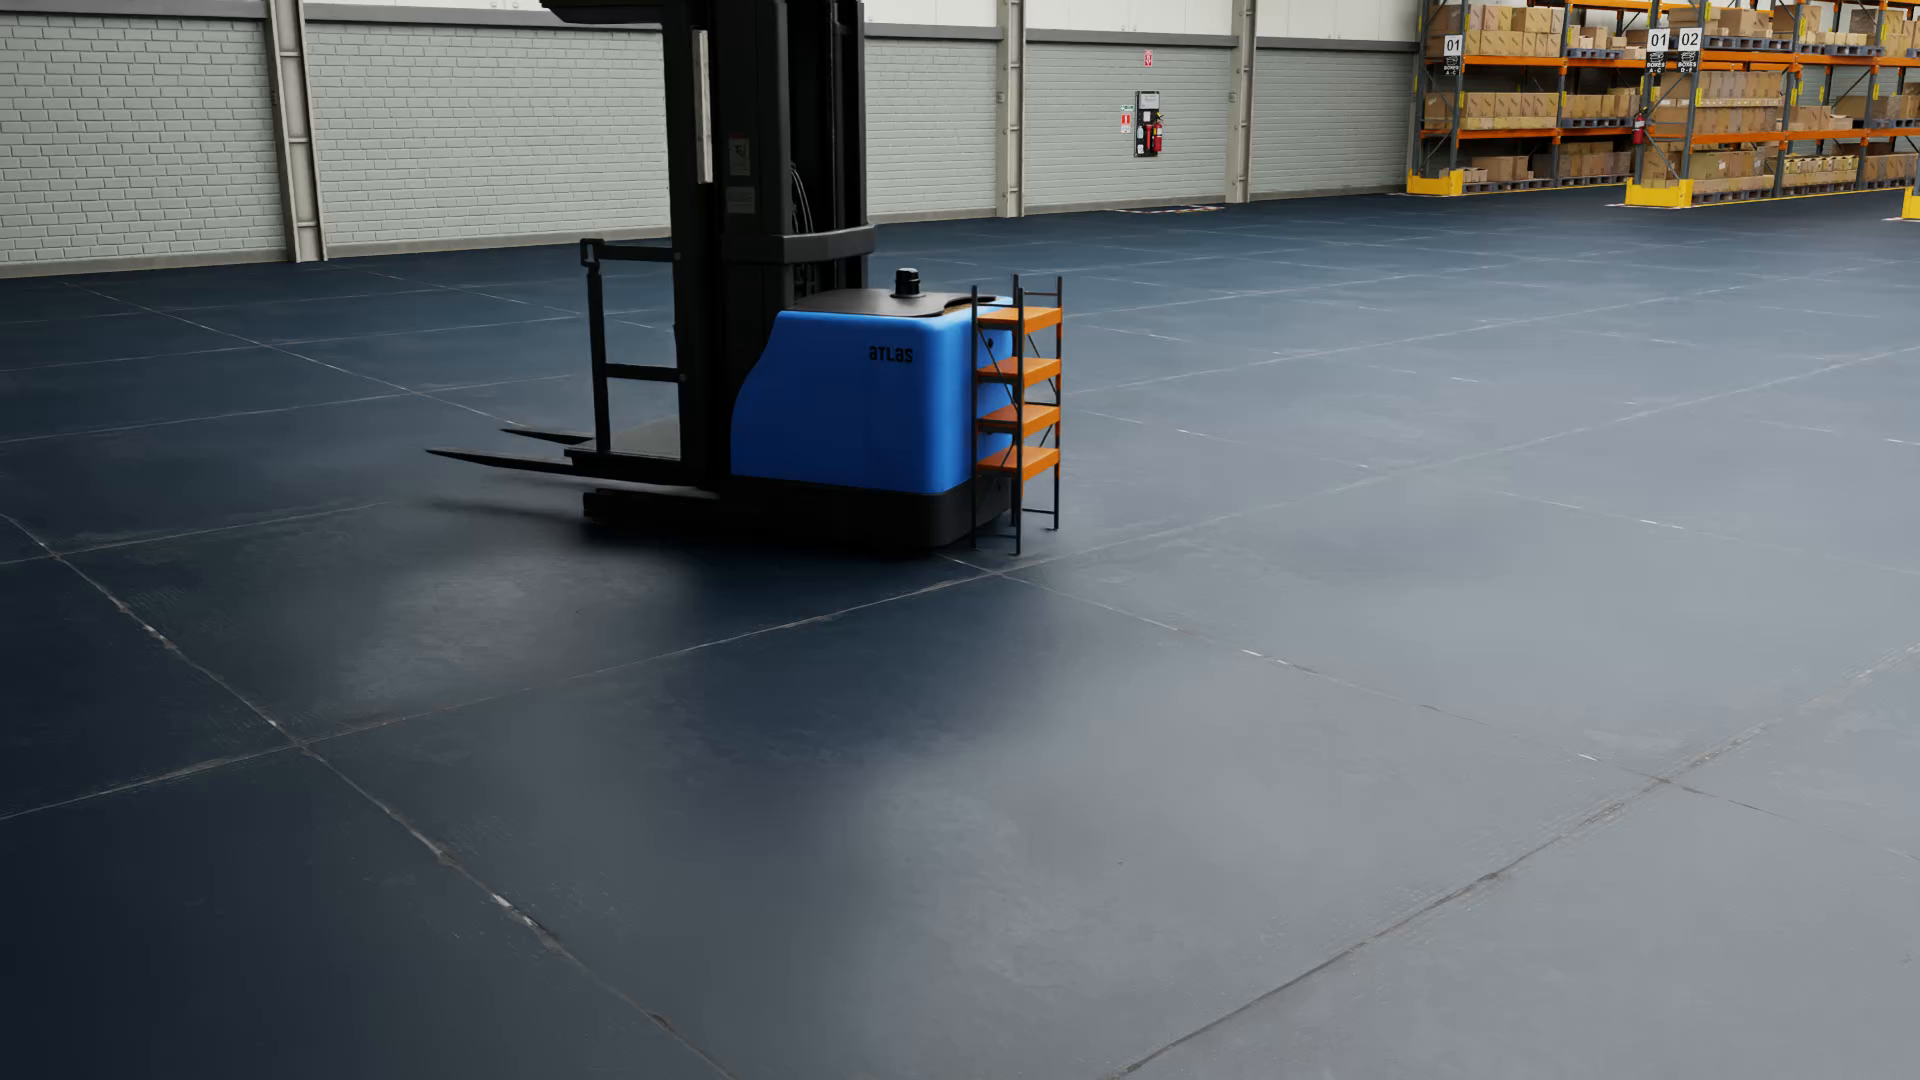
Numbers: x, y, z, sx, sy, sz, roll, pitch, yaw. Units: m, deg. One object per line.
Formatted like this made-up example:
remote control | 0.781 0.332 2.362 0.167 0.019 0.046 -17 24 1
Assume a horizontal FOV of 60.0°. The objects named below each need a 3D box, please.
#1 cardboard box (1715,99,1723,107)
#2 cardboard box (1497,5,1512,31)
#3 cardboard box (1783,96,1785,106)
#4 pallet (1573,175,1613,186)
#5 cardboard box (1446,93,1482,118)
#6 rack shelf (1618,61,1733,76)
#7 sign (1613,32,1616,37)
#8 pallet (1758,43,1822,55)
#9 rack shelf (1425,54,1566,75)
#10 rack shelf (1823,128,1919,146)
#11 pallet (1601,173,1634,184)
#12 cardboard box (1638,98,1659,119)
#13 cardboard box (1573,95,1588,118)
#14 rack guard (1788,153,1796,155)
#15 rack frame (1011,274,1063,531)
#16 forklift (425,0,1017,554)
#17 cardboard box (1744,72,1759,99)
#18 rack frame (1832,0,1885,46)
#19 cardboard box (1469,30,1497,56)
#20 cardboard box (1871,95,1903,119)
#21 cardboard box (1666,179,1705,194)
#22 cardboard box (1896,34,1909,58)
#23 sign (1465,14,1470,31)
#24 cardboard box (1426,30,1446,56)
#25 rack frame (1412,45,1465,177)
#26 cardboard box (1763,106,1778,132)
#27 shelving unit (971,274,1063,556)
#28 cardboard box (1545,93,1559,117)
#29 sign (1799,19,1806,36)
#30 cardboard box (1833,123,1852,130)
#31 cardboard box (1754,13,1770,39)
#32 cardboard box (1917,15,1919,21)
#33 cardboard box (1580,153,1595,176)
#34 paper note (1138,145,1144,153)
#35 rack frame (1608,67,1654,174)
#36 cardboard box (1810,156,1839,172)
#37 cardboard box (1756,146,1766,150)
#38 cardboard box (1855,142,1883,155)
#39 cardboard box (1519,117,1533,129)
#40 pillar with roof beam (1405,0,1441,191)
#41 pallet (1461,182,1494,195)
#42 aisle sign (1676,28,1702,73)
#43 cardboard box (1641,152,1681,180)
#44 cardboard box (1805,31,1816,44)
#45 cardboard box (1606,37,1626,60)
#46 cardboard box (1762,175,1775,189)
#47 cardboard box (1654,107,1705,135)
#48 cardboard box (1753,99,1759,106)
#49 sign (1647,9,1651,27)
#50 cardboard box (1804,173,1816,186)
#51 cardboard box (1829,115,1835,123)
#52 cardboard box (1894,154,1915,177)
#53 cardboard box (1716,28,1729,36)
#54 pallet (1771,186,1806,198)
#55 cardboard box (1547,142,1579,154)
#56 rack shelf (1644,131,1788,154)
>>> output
cardboard box | 14.214 -8.295 31.540 0.250 0.149 0.380 -13 20 -40
cardboard box | 11.185 -10.915 34.818 0.500 0.500 0.500 -12 19 -38
cardboard box | 21.636 -11.510 44.445 0.700 0.700 0.980 -12 19 -37
pallet | 14.469 -8.413 38.837 1.213 0.211 1.003 -13 19 -39
cardboard box | 10.502 -9.064 34.671 0.500 0.500 0.500 -13 19 -39
rack shelf | 17.488 -11.538 40.715 4.000 0.370 1.077 -13 19 -39
sign | 15.621 -11.944 39.687 0.005 0.325 0.100 -13 19 -39
pallet | 16.873 -9.965 33.803 1.217 0.209 0.805 -14 20 -42
rack shelf | 11.453 -10.183 35.642 4.000 0.370 1.077 -13 19 -39
rack shelf | 20.743 -9.125 37.494 4.000 0.370 1.077 -13 19 -39
pallet | 15.389 -8.619 39.607 1.213 0.211 1.003 -13 19 -39
cardboard box | 16.514 -10.332 39.809 0.500 0.500 0.500 -12 19 -38
cardboard box | 13.794 -9.854 37.782 0.500 0.500 0.700 -10 18 -34
rack guard | 22.032 -10.249 45.153 0.348 0.500 1.175 -13 19 -39
rack frame | 0.359 -0.638 7.813 0.240 1.200 0.015 6 16 23
forklift | -1.261 -1.586 8.009 3.031 2.935 1.130 7 16 23
cardboard box | 15.127 -8.885 32.492 0.500 0.500 0.700 -13 20 -39
rack frame | 19.234 -12.032 35.359 0.127 3.000 1.000 -13 19 -39
cardboard box | 10.789 -10.342 34.609 0.500 0.500 0.500 -11 19 -36
cardboard box | 20.450 -9.632 36.989 0.500 0.500 0.700 -9 17 -29
cardboard box | 13.749 -6.701 31.538 0.500 0.250 0.500 -13 19 -39
cardboard box | 20.318 -10.887 36.688 0.500 0.500 0.910 -13 19 -39
sign | 10.300 -10.508 33.772 0.005 0.325 0.100 -13 19 -39
cardboard box | 10.093 -10.370 34.714 0.500 0.500 0.500 -11 18 -35
rack frame | 9.944 -8.743 34.668 0.127 3.000 1.000 -13 19 -39
cardboard box | 15.886 -8.428 33.297 0.500 0.500 0.700 -13 20 -41
shelving unit | 0.261 -0.580 7.596 0.258 1.200 0.503 6 16 23
cardboard box | 12.808 -9.579 36.599 0.500 0.500 0.500 -13 20 -39
sign | 16.582 -10.086 32.729 0.005 0.325 0.100 -13 19 -39
cardboard box | 18.737 -8.807 35.394 0.250 0.149 0.380 -13 19 -39
cardboard box | 15.663 -10.190 32.997 0.500 0.500 0.500 -11 18 -35
cardboard box | 22.593 -11.882 38.477 0.500 0.500 0.700 -13 19 -39
cardboard box | 14.274 -8.729 38.608 0.500 0.500 0.700 -12 19 -39
paper note | 3.310 -7.160 30.449 0.142 0.148 0.016 -13 19 -39
rack frame | 15.979 -10.098 39.741 0.127 3.000 1.000 -13 19 -39
cardboard box | 18.230 -7.969 35.197 0.500 0.311 0.500 -13 20 -40
cardboard box | 20.795 -10.140 43.930 0.500 0.500 0.700 -13 20 -41
cardboard box | 20.594 -8.890 37.757 0.500 0.250 0.500 -13 20 -40
cardboard box | 12.053 -9.047 36.060 0.500 0.250 0.500 -13 20 -40
pillar with roof beam | 12.730 -11.090 31.830 0.400 9.000 9.100 -13 19 -39
pallet | 10.637 -7.539 35.565 1.213 0.211 1.003 -13 19 -39
aisle sign | 13.350 -8.964 30.459 0.004 0.787 0.394 -13 19 -39
cardboard box | 13.408 -7.164 31.820 0.500 0.500 0.500 -13 19 -39
cardboard box | 17.100 -10.232 33.909 0.500 0.250 0.500 14 20 42
cardboard box | 14.940 -11.405 38.584 0.637 0.503 0.797 -9 18 -32
cardboard box | 16.010 -7.210 33.444 0.500 0.250 0.500 -13 19 -39
cardboard box | 13.559 -7.904 31.333 0.500 0.500 0.700 -13 19 -39
cardboard box | 15.383 -8.558 32.527 0.250 0.149 0.380 -13 20 -40
sign | 12.853 -9.726 30.973 0.005 0.325 0.100 -13 19 -39
cardboard box | 17.459 -7.526 34.626 0.500 0.250 0.500 -13 20 -41
cardboard box | 18.432 -8.977 35.719 0.500 0.311 0.500 -13 20 -40
cardboard box | 21.310 -8.510 37.789 0.500 0.500 0.500 -12 19 -39
cardboard box | 14.202 -9.542 31.250 0.250 0.149 0.380 -13 19 -39
pallet | 16.746 -7.242 34.452 1.213 0.211 1.003 -13 19 -39
cardboard box | 13.836 -8.991 38.134 0.500 0.250 0.500 -13 20 -41
rack shelf | 14.707 -7.770 32.421 4.000 0.370 1.077 -13 19 -39
